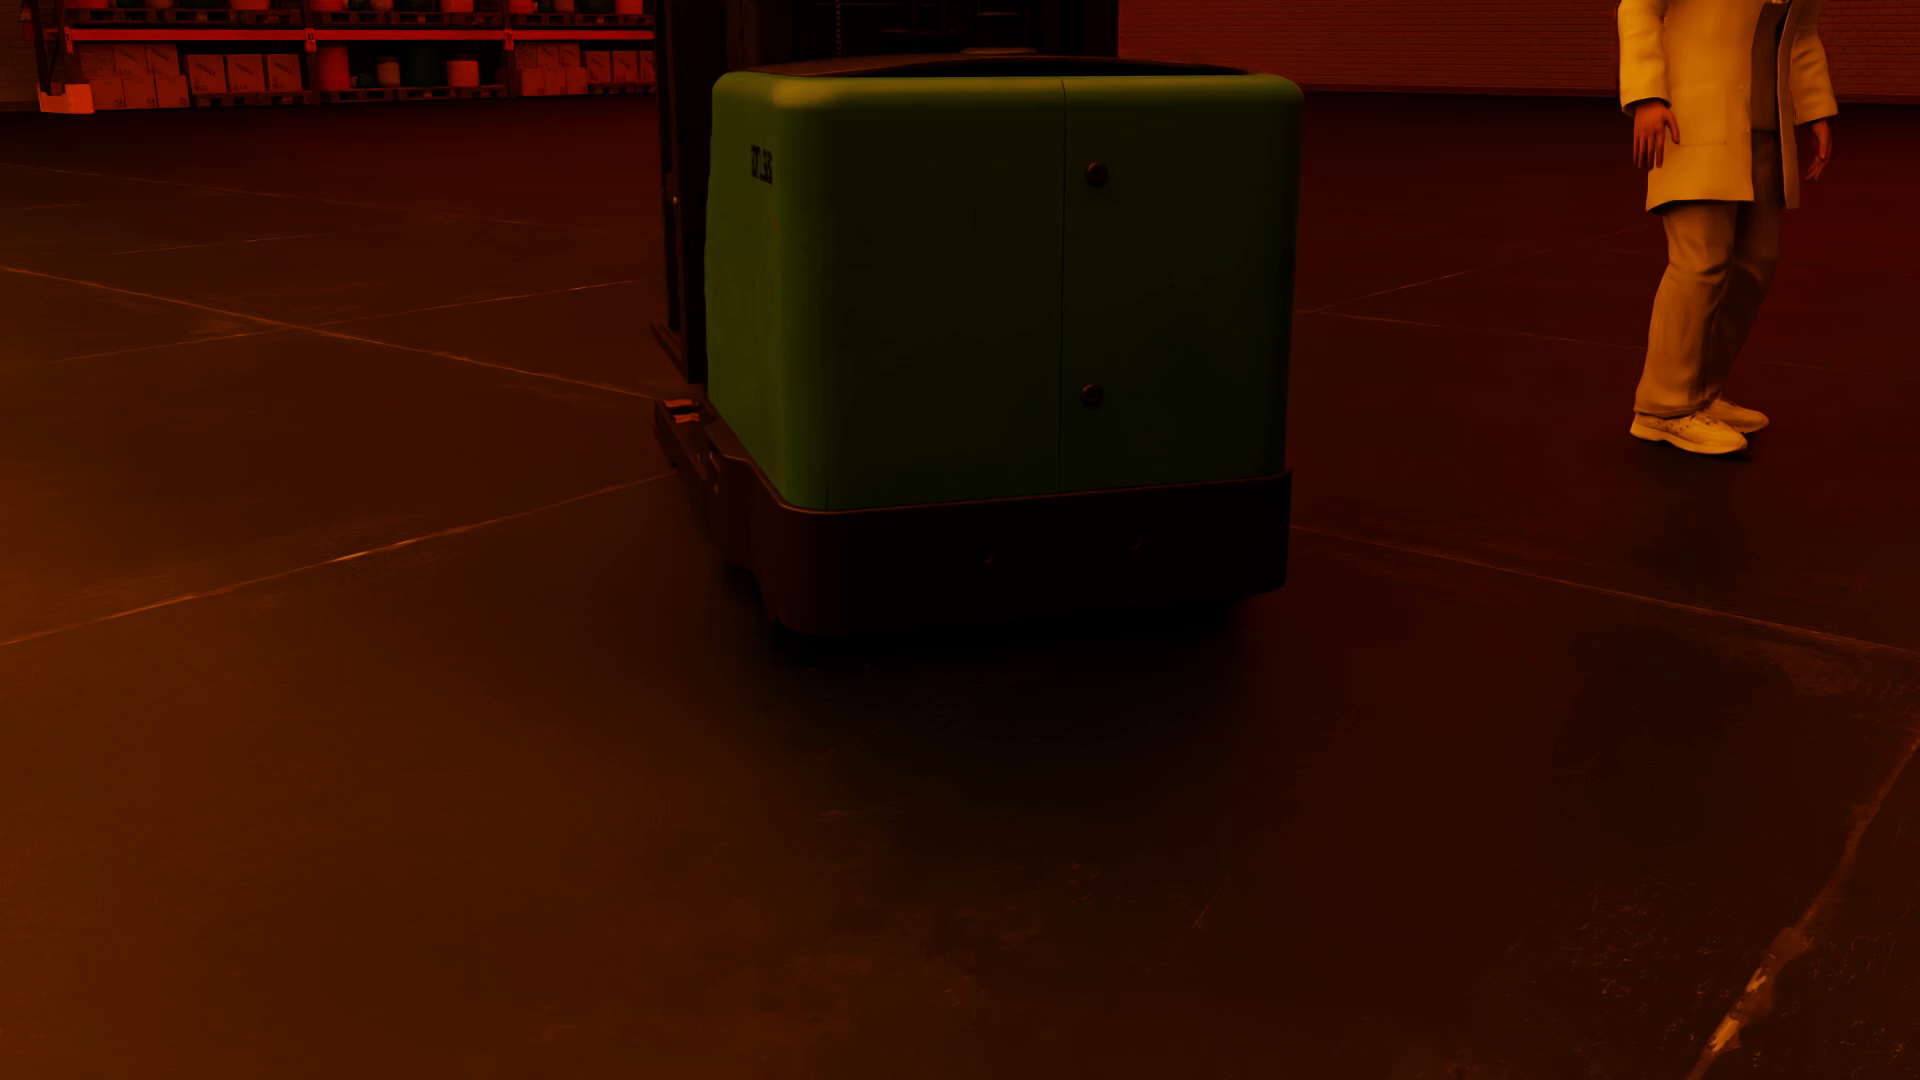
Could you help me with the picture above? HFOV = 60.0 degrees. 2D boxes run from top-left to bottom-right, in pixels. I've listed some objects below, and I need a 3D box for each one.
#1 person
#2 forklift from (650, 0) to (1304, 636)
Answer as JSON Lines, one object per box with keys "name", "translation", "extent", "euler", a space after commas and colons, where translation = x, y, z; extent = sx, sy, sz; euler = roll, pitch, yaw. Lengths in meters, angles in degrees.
{"name": "person", "translation": [2.220, -1.154, 4.706], "extent": [0.763, 1.764, 0.517], "euler": [-9, 19, -26]}
{"name": "forklift", "translation": [-0.242, -1.611, 4.203], "extent": [1.130, 2.935, 3.031], "euler": [-5, 18, -16]}
